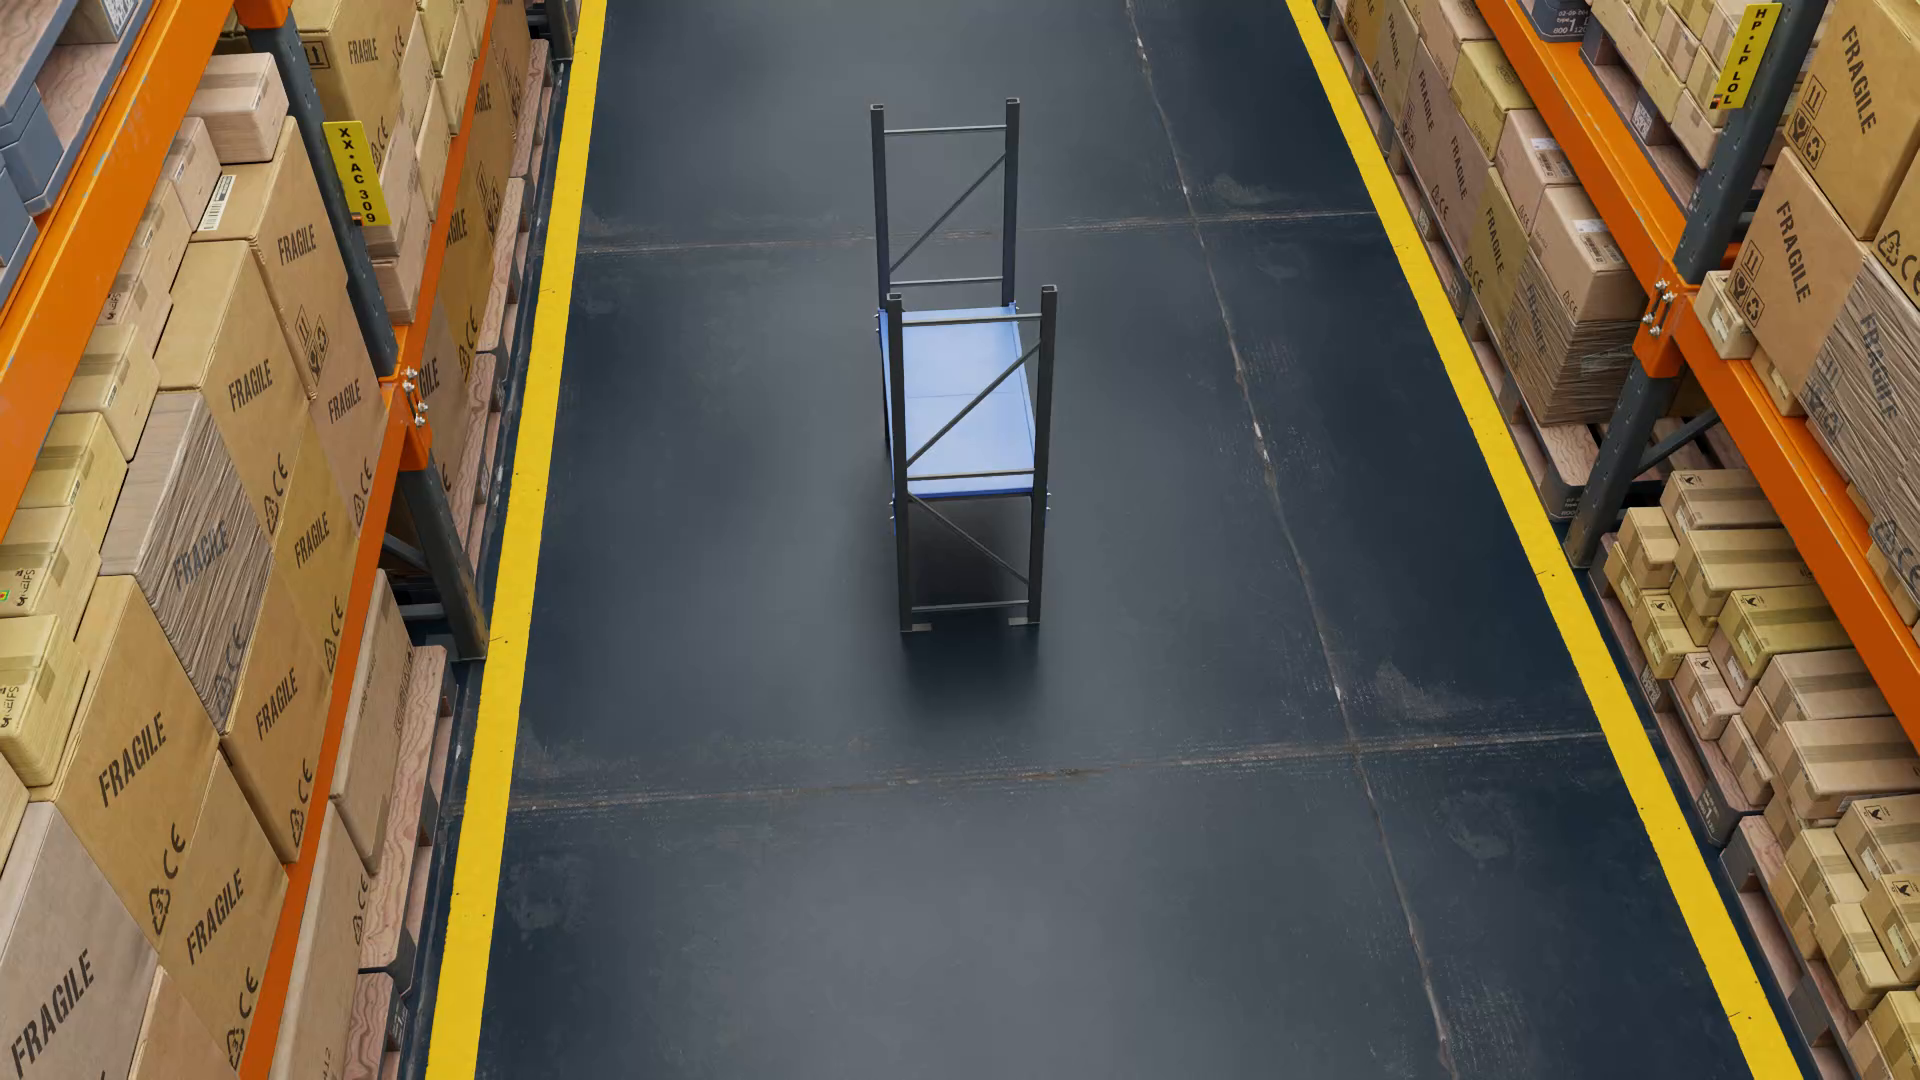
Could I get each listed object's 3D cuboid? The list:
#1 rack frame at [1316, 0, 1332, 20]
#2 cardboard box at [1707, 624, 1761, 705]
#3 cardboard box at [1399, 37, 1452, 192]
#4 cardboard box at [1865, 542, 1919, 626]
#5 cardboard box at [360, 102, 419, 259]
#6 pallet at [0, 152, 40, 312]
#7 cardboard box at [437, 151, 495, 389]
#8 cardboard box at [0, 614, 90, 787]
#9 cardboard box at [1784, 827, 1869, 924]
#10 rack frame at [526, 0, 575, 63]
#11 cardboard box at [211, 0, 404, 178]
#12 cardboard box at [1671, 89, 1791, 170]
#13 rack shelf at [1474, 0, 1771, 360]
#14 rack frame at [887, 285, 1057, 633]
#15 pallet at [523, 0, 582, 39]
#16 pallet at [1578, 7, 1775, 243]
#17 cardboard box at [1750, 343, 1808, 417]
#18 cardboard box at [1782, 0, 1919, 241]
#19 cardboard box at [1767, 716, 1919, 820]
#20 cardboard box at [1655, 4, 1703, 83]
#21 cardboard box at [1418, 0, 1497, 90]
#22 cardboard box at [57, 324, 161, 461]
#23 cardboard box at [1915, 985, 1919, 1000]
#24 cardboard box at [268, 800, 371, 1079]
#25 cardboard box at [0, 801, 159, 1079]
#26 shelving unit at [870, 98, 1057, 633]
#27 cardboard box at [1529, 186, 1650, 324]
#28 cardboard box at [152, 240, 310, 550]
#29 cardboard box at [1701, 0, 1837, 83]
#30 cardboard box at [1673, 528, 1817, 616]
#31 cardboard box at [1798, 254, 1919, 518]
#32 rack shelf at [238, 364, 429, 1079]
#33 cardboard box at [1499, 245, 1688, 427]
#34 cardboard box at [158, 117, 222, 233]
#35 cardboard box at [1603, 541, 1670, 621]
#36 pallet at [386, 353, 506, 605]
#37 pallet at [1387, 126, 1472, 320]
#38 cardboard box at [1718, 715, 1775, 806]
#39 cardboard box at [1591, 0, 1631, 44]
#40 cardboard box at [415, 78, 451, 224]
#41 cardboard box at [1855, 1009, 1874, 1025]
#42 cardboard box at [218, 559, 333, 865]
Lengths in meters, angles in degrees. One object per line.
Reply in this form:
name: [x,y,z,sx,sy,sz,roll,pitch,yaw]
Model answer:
rack frame: [2.421,-3.888,7.866,1.000,3.000,0.127,-3,47,-3]
cardboard box: [2.635,0.373,5.300,0.380,0.149,0.250,-4,47,-4]
cardboard box: [2.320,-1.911,7.426,0.500,0.500,0.500,-5,47,-4]
cardboard box: [2.597,0.073,4.288,0.380,0.149,0.250,-3,47,-3]
cardboard box: [-1.924,-1.075,4.962,0.500,0.250,0.500,-5,47,-4]
pallet: [-2.011,-0.147,2.319,1.003,0.211,1.213,-3,47,-3]
cardboard box: [-2.383,-1.130,6.429,0.875,0.875,0.875,-2,47,-2]
cardboard box: [-1.675,0.275,2.719,0.380,0.149,0.250,-5,47,-4]
cardboard box: [2.612,0.956,4.748,0.380,0.149,0.250,-4,47,-4]
rack frame: [-2.503,-3.514,7.512,1.000,3.000,0.127,-3,47,-3]
cardboard box: [-1.918,-1.334,4.690,0.500,0.500,0.500,-3,47,-3]
cardboard box: [2.526,-1.327,5.324,0.380,0.149,0.250,-4,47,-4]
rack shelf: [2.589,-2.193,6.757,1.077,0.370,4.000,-3,47,-3]
rack frame: [0.035,-0.210,5.416,0.500,1.500,0.032,-3,47,-3]
pallet: [-2.567,-3.120,9.060,1.003,0.211,1.213,-3,47,-3]
pallet: [2.837,-1.489,5.727,1.003,0.211,1.213,-3,47,-3]
cardboard box: [2.550,-0.500,4.831,0.380,0.149,0.250,-2,47,-2]
cardboard box: [2.551,-1.133,4.294,0.500,0.500,0.500,-2,47,-2]
cardboard box: [2.597,0.659,4.825,0.380,0.149,0.250,-3,47,-2]
cardboard box: [2.503,-1.620,5.398,0.380,0.149,0.250,-3,47,-3]
cardboard box: [2.309,-2.191,7.175,0.500,0.250,0.500,-3,47,-3]
cardboard box: [-1.804,-0.278,3.243,0.380,0.149,0.250,-4,47,-4]
cardboard box: [2.734,1.220,4.293,0.380,0.149,0.250,-5,47,-5]
cardboard box: [-2.147,1.226,4.499,0.875,0.438,0.875,-5,47,-4]
cardboard box: [-1.691,0.786,2.682,0.500,0.500,0.500,-4,47,-4]
shelving unit: [-0.007,-0.577,5.764,0.538,1.500,1.048,-3,47,-3]
cardboard box: [2.442,-1.060,6.104,0.500,0.250,0.500,-5,47,-4]
cardboard box: [-1.819,-0.306,3.716,0.500,0.500,0.500,-4,47,-4]
cardboard box: [2.528,-1.535,5.112,0.380,0.149,0.250,-2,47,-1]
cardboard box: [2.543,0.102,5.352,0.380,0.149,0.250,-1,47,-1]
cardboard box: [2.595,-0.399,4.288,0.500,0.500,0.500,-3,47,-3]
rack shelf: [-2.001,1.075,3.662,1.077,0.370,4.000,-3,47,-3]
cardboard box: [2.443,-0.799,6.373,0.500,0.500,0.500,-4,47,-4]
cardboard box: [-1.911,-0.820,3.756,0.380,0.149,0.250,-2,47,-2]
cardboard box: [2.467,0.125,5.740,0.380,0.149,0.250,-5,47,-5]
pallet: [-2.308,-0.214,6.308,1.003,0.211,1.213,-3,47,-3]
pallet: [2.584,-1.483,7.509,1.003,0.211,1.213,-3,47,-3]
cardboard box: [2.632,0.675,5.219,0.380,0.149,0.250,-4,47,-4]
cardboard box: [2.464,-1.877,5.845,0.380,0.149,0.250,-6,47,-5]
cardboard box: [-1.987,-1.277,5.496,0.500,0.250,0.500,-5,47,-4]
cardboard box: [2.714,1.247,4.677,0.380,0.149,0.250,-2,47,-2]
cardboard box: [-1.769,0.401,3.736,0.500,0.500,0.500,-4,47,-4]
